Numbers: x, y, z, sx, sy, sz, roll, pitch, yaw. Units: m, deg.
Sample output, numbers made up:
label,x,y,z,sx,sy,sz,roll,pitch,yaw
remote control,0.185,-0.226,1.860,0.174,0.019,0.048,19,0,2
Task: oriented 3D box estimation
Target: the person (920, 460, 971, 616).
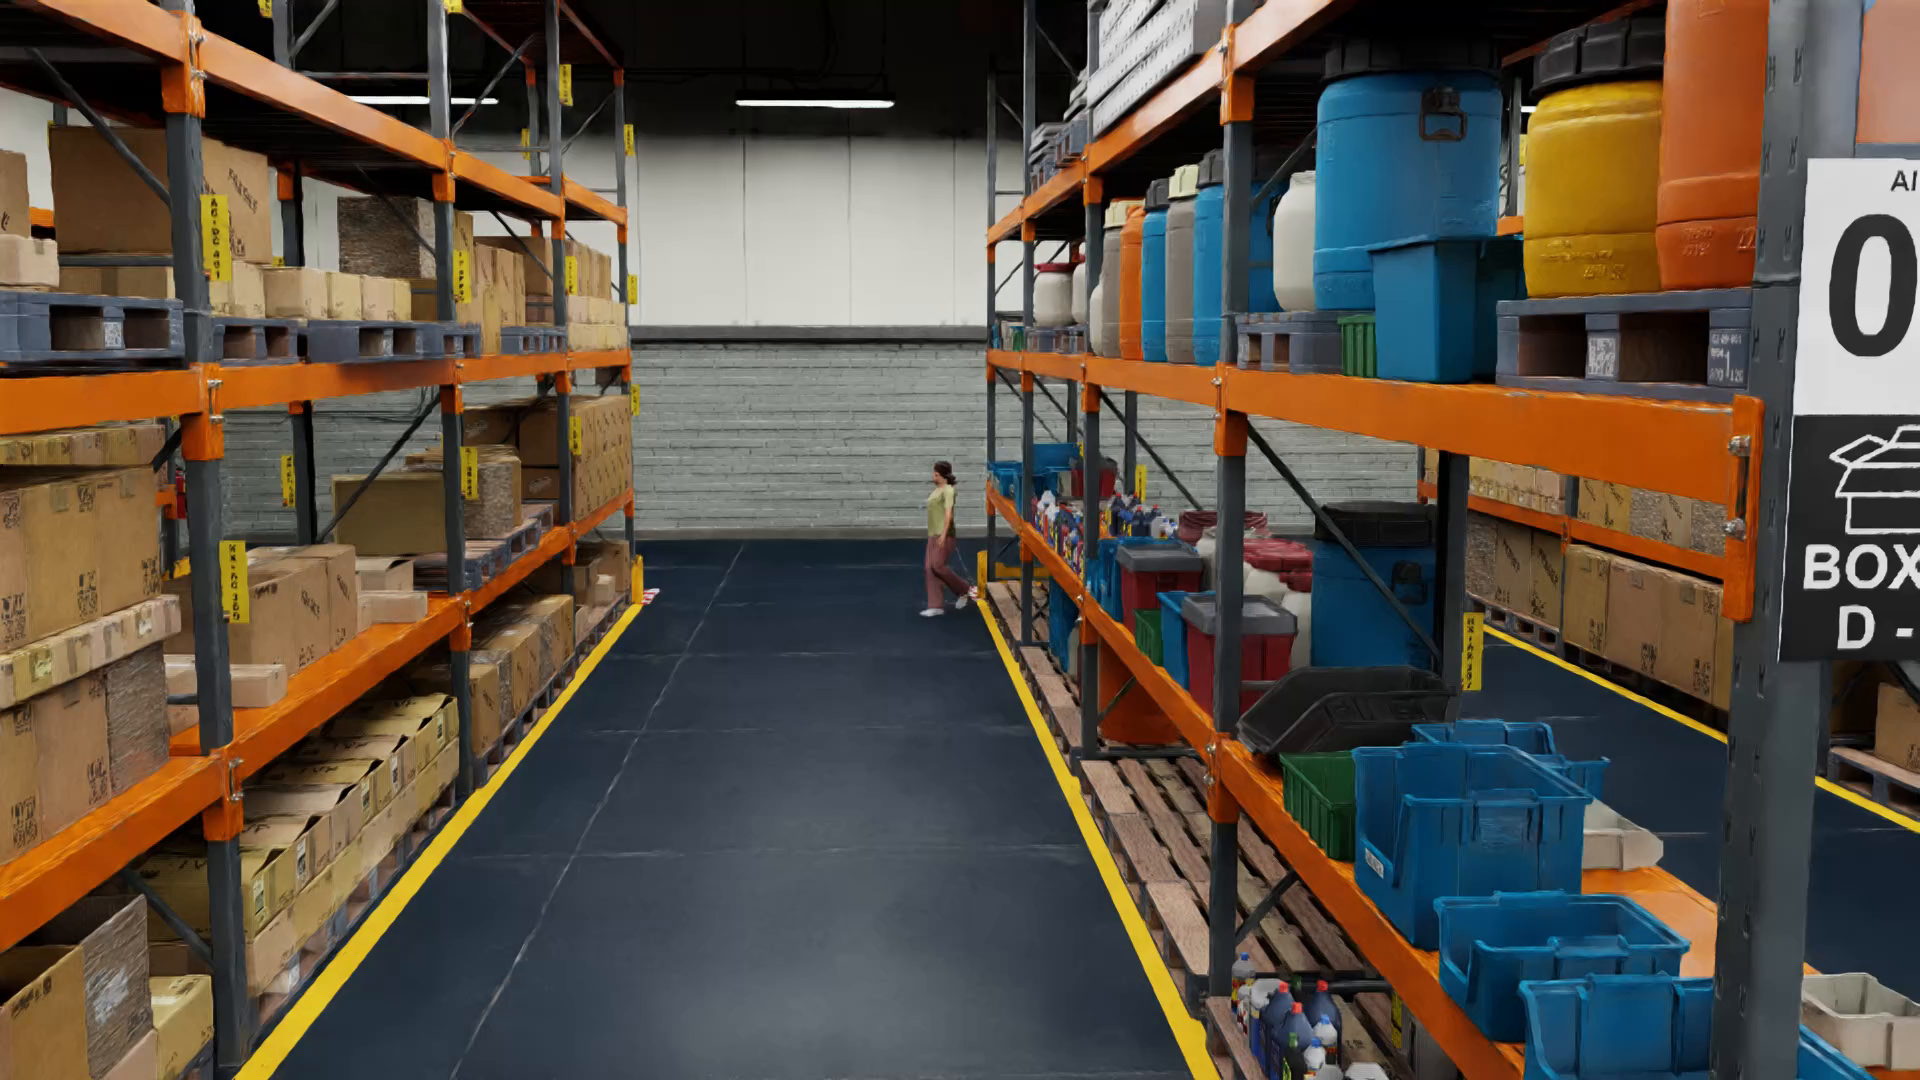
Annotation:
label,x,y,z,sx,sy,sz,roll,pitch,yaw
person,-0.213,-0.027,17.640,0.632,1.632,0.524,-4,8,-27
